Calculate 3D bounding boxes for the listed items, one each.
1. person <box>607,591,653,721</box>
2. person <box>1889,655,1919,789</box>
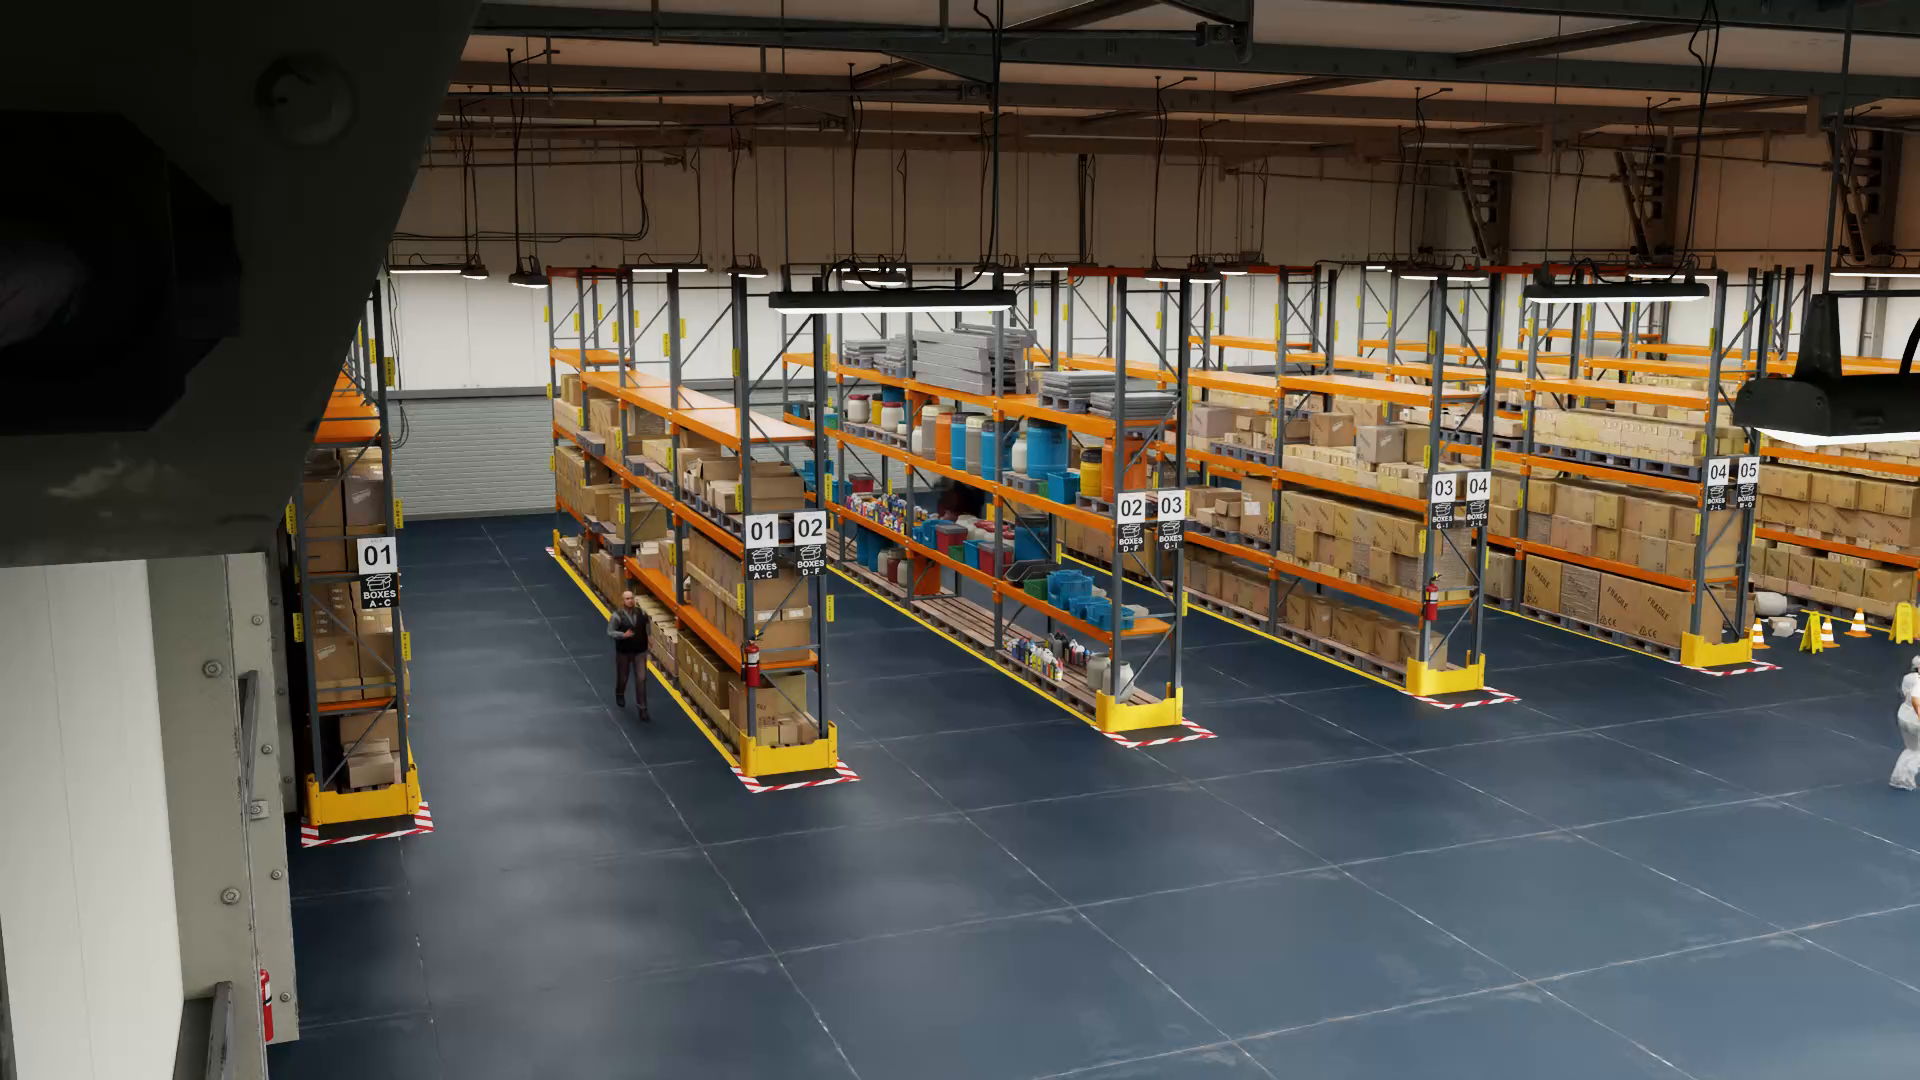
[{"bbox_3d":[-4.492,1.542,22.719,0.657,1.707,0.971,-4,11,-24],"label":"person"},{"bbox_3d":[11.345,2.151,19.594,0.567,1.626,0.593,0,10,2],"label":"person"}]
